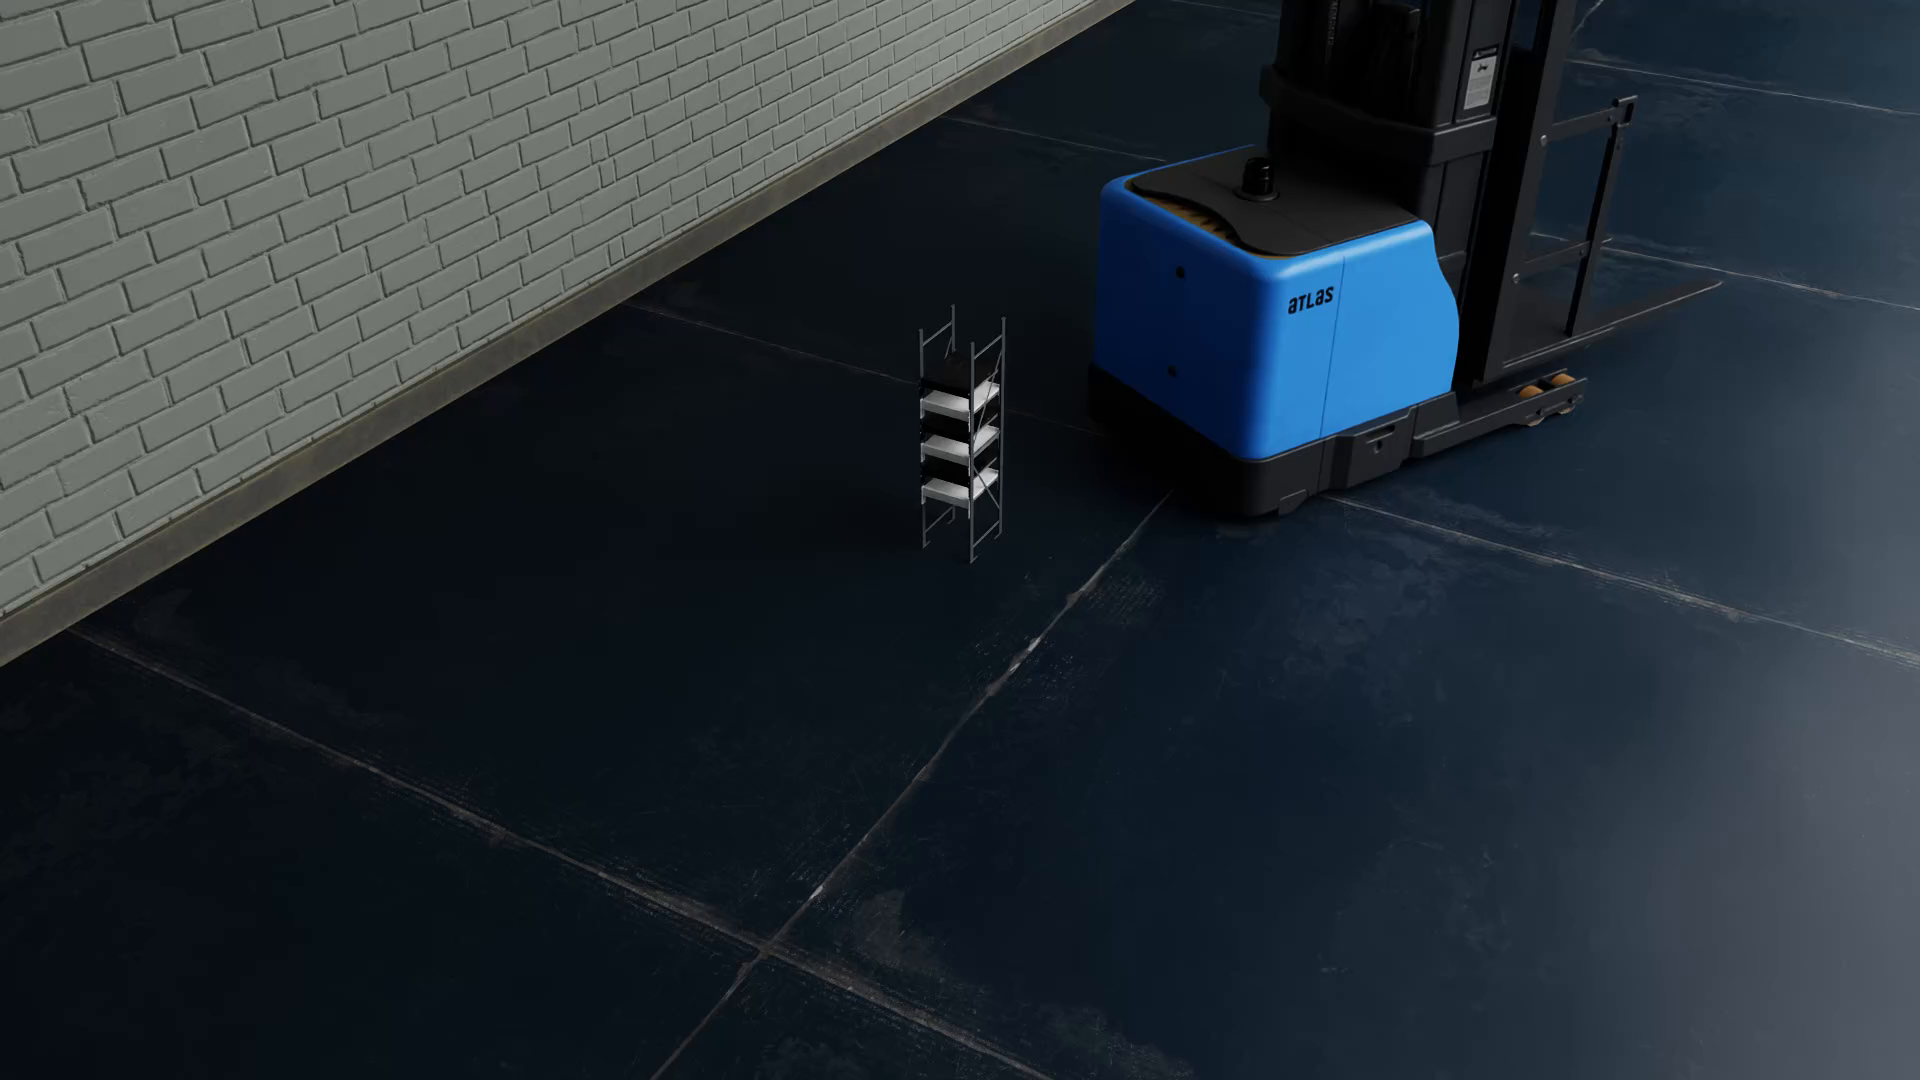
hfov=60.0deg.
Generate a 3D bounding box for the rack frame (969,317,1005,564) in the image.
[{"bbox_3d":[0.095,-0.344,5.955,0.006,0.900,0.240,18,37,24],"label":"rack frame"}]

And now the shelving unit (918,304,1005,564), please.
[{"bbox_3d":[0.007,-0.372,5.997,0.210,0.900,0.258,18,37,24],"label":"shelving unit"}]

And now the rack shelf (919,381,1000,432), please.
[{"bbox_3d":[0.007,-0.494,5.916,0.200,0.077,0.258,18,37,24],"label":"rack shelf"}]

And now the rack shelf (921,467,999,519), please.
[{"bbox_3d":[0.007,-0.195,6.115,0.200,0.077,0.258,18,37,24],"label":"rack shelf"}]

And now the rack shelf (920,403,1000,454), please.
[{"bbox_3d":[0.007,-0.419,5.966,0.200,0.077,0.258,18,37,24],"label":"rack shelf"}]

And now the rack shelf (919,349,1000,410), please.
[{"bbox_3d":[0.007,-0.569,5.866,0.200,0.077,0.258,18,37,24],"label":"rack shelf"}]

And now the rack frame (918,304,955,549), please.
[{"bbox_3d":[-0.081,-0.400,6.039,0.006,0.900,0.240,18,37,24],"label":"rack frame"}]

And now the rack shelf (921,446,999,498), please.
[{"bbox_3d":[0.007,-0.270,6.066,0.200,0.077,0.258,18,37,24],"label":"rack shelf"}]

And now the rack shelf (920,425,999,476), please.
[{"bbox_3d":[0.007,-0.345,6.016,0.200,0.077,0.258,18,37,24],"label":"rack shelf"}]

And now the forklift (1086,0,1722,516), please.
[{"bbox_3d":[2.044,-1.923,6.493,3.031,2.935,1.130,-20,38,-27],"label":"forklift"}]
